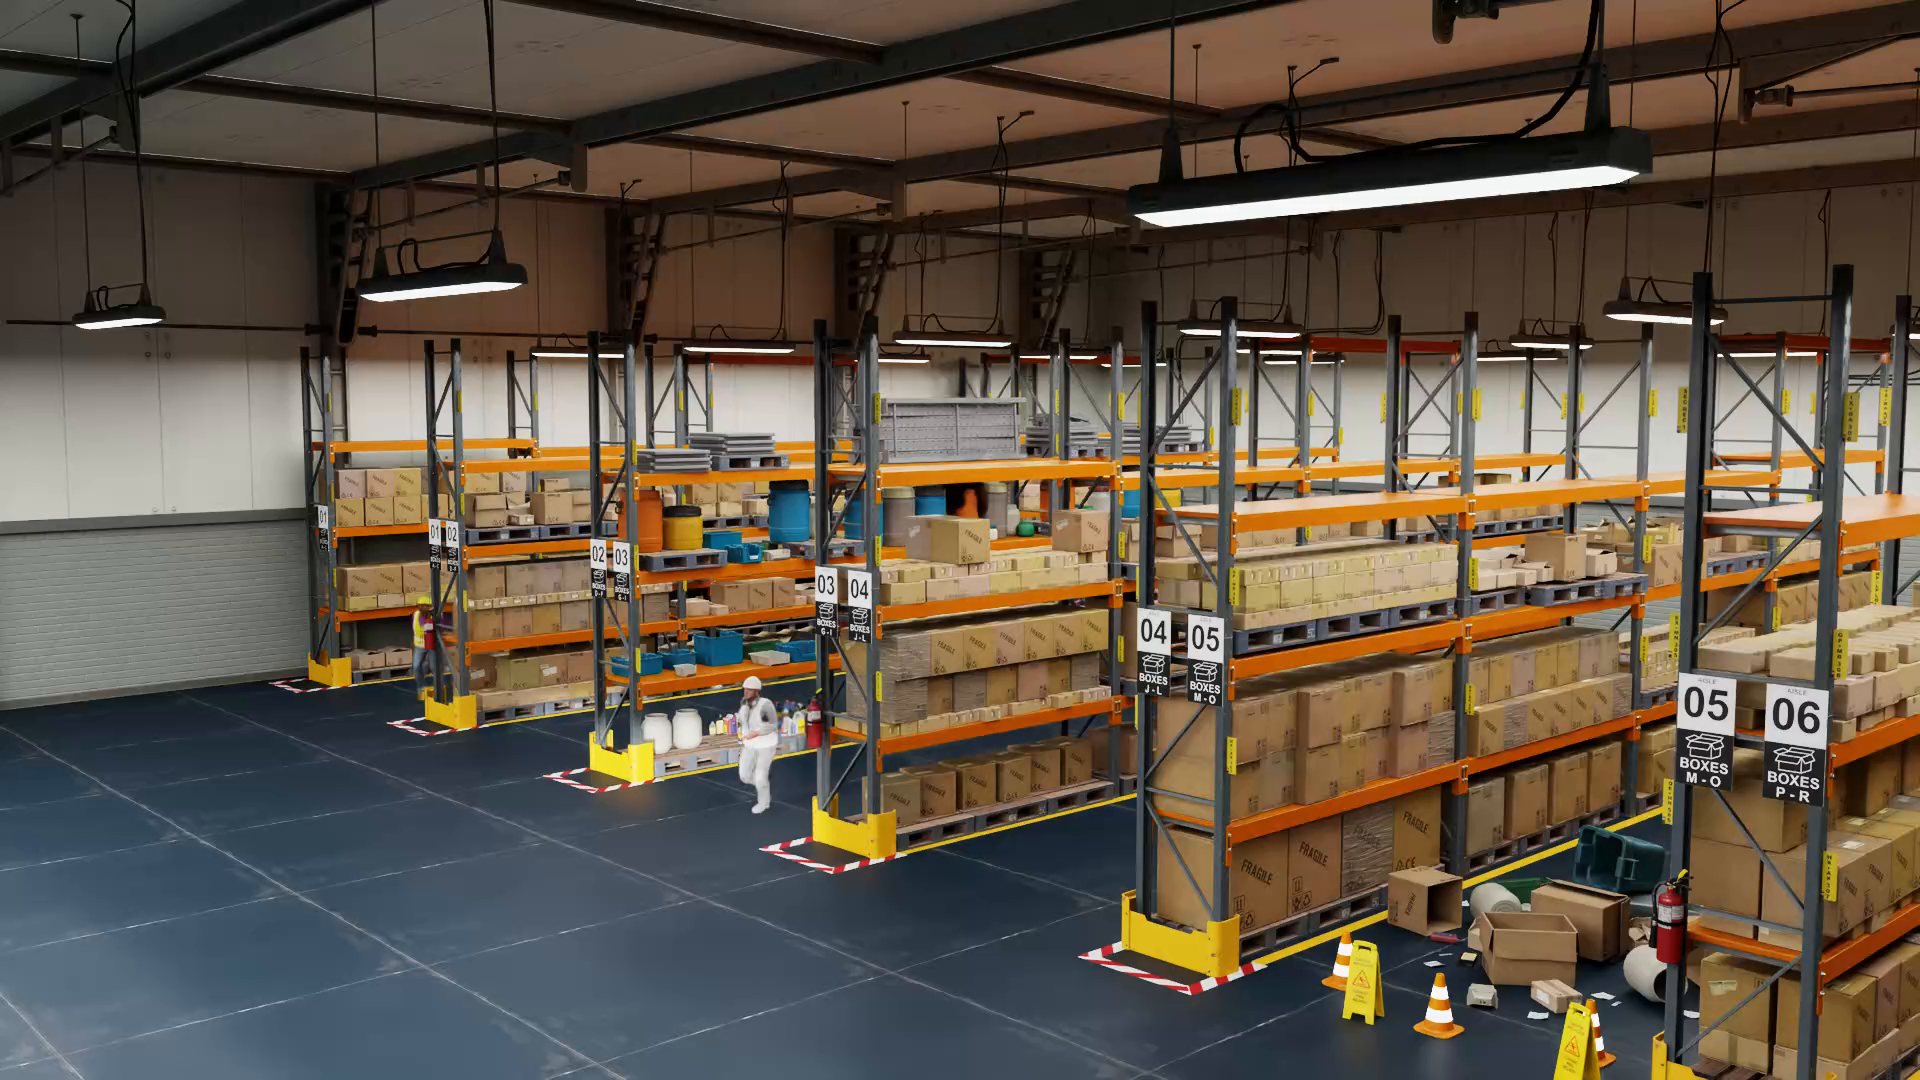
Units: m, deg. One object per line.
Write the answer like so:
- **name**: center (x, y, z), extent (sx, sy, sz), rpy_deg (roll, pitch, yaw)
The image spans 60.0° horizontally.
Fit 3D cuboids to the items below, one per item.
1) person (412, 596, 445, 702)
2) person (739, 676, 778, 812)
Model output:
- **person**: center (-9.007, 1.839, 28.137), extent (0.626, 1.812, 0.865), rpy_deg (0, 5, 1)
- **person**: center (-2.498, 2.513, 20.427), extent (0.635, 1.711, 0.636), rpy_deg (3, 6, 27)
